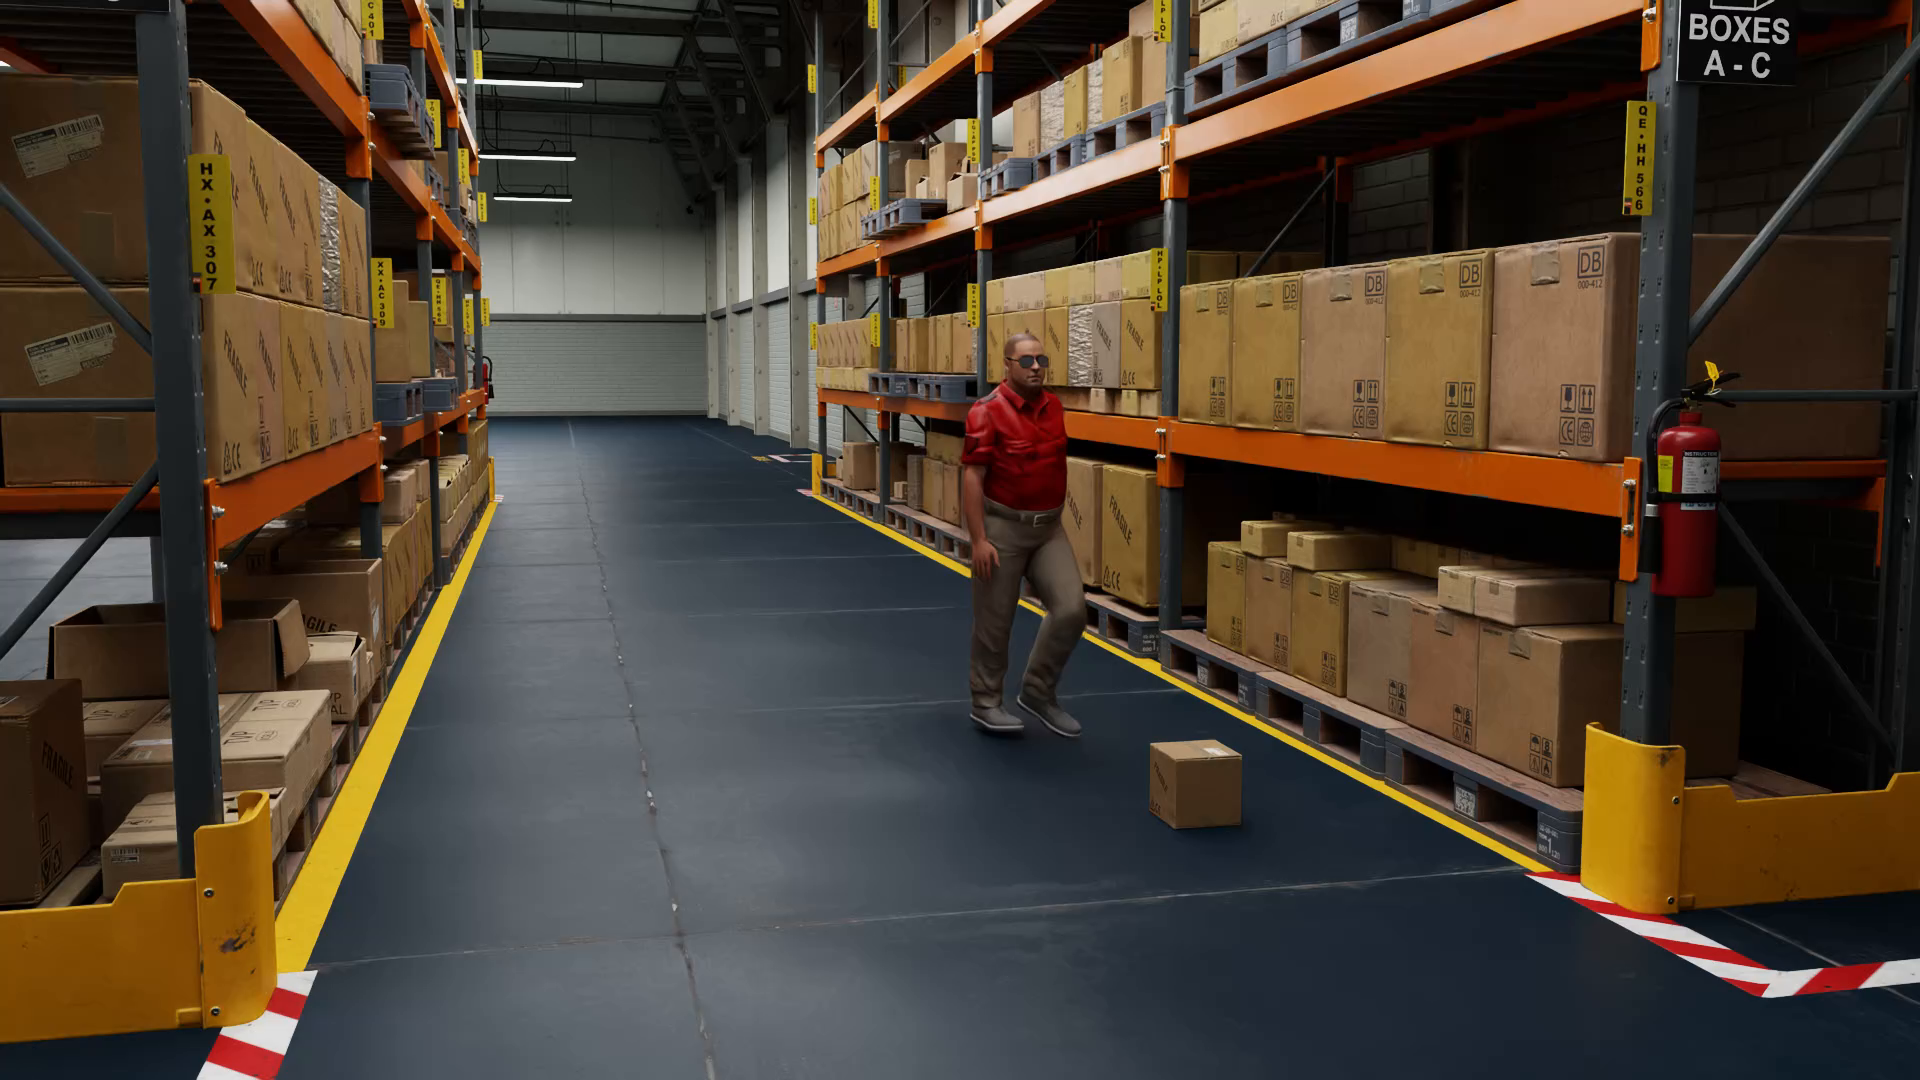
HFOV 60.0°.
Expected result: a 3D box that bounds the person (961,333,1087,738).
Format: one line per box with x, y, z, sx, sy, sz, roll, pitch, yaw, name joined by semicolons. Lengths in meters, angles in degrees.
0.230;-0.005;7.083;0.570;1.736;0.528;-4;7;-34;person
